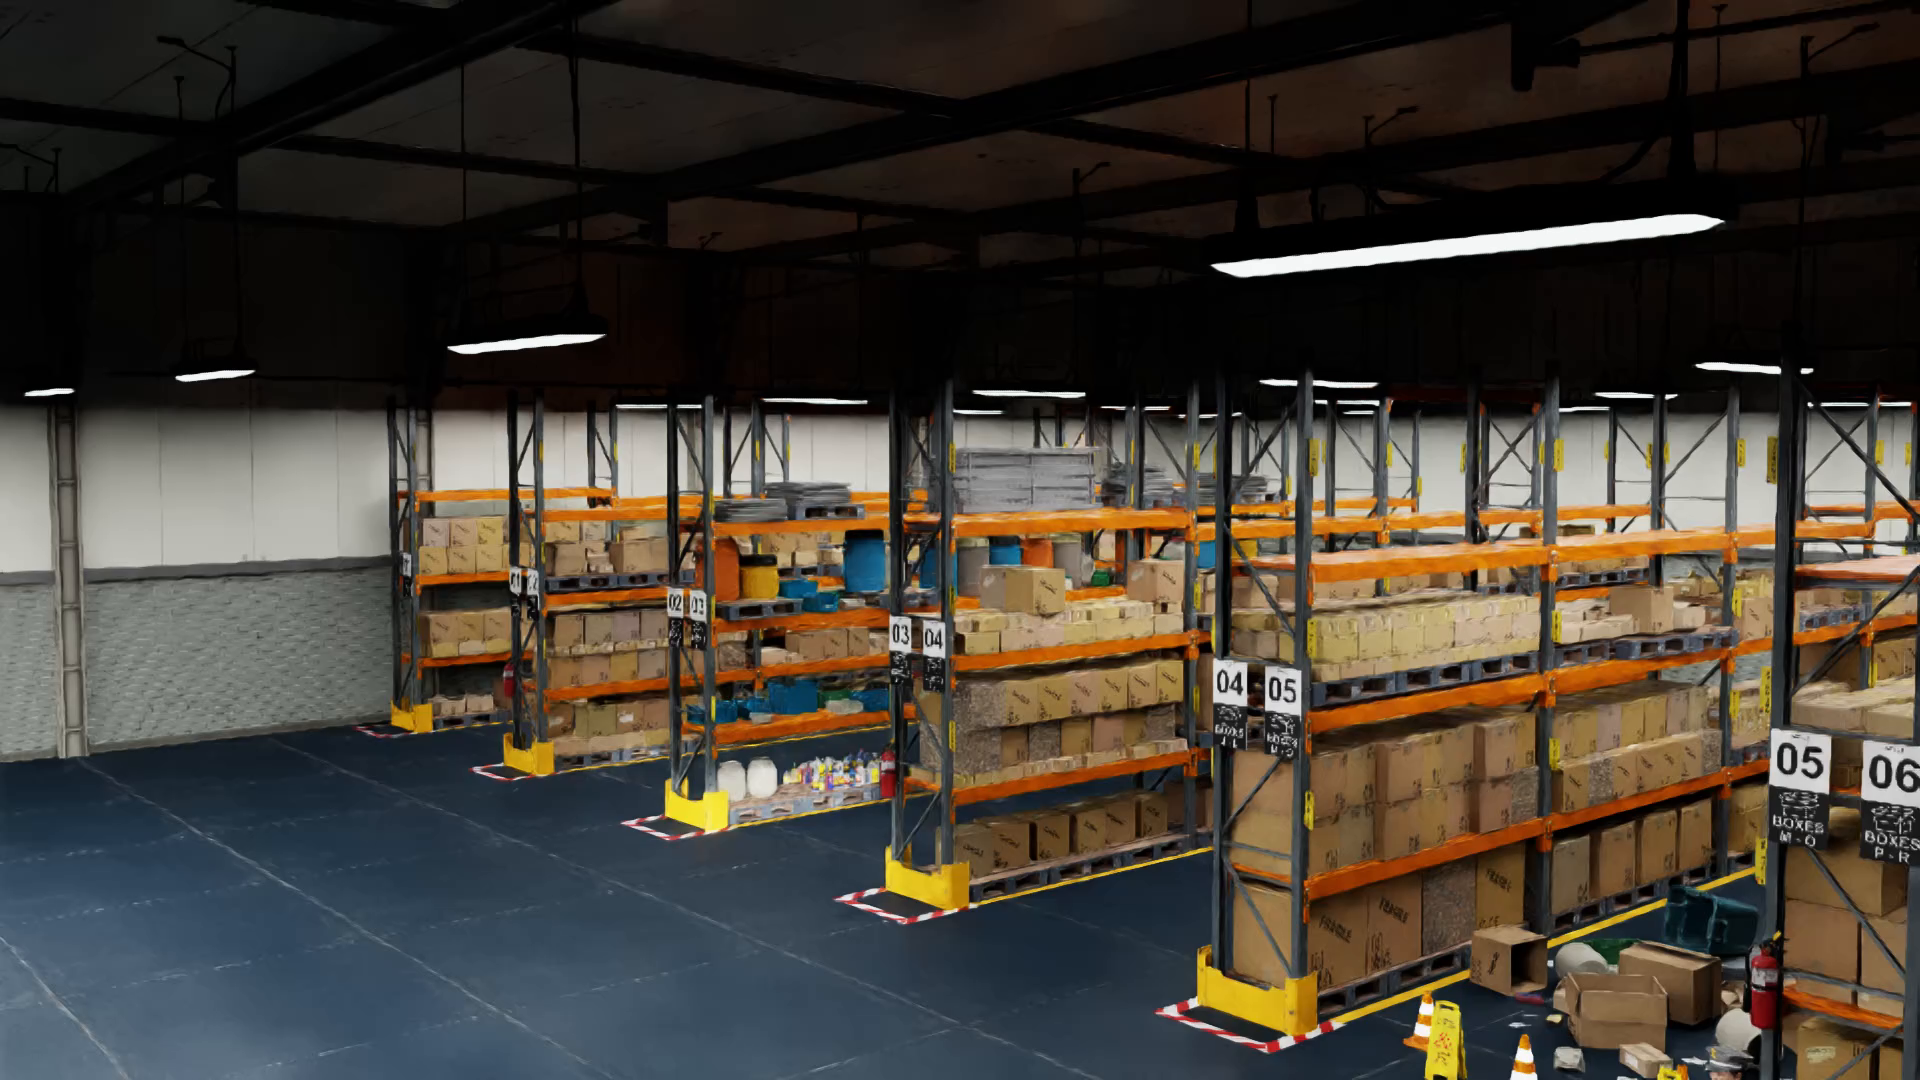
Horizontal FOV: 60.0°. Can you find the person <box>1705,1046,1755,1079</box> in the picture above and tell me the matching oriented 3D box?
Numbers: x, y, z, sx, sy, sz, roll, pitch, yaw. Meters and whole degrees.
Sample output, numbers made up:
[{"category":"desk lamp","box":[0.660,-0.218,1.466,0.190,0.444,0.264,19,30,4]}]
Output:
[{"category":"person","box":[4.622,3.778,9.832,0.943,1.615,0.523,-1,4,-18]}]
